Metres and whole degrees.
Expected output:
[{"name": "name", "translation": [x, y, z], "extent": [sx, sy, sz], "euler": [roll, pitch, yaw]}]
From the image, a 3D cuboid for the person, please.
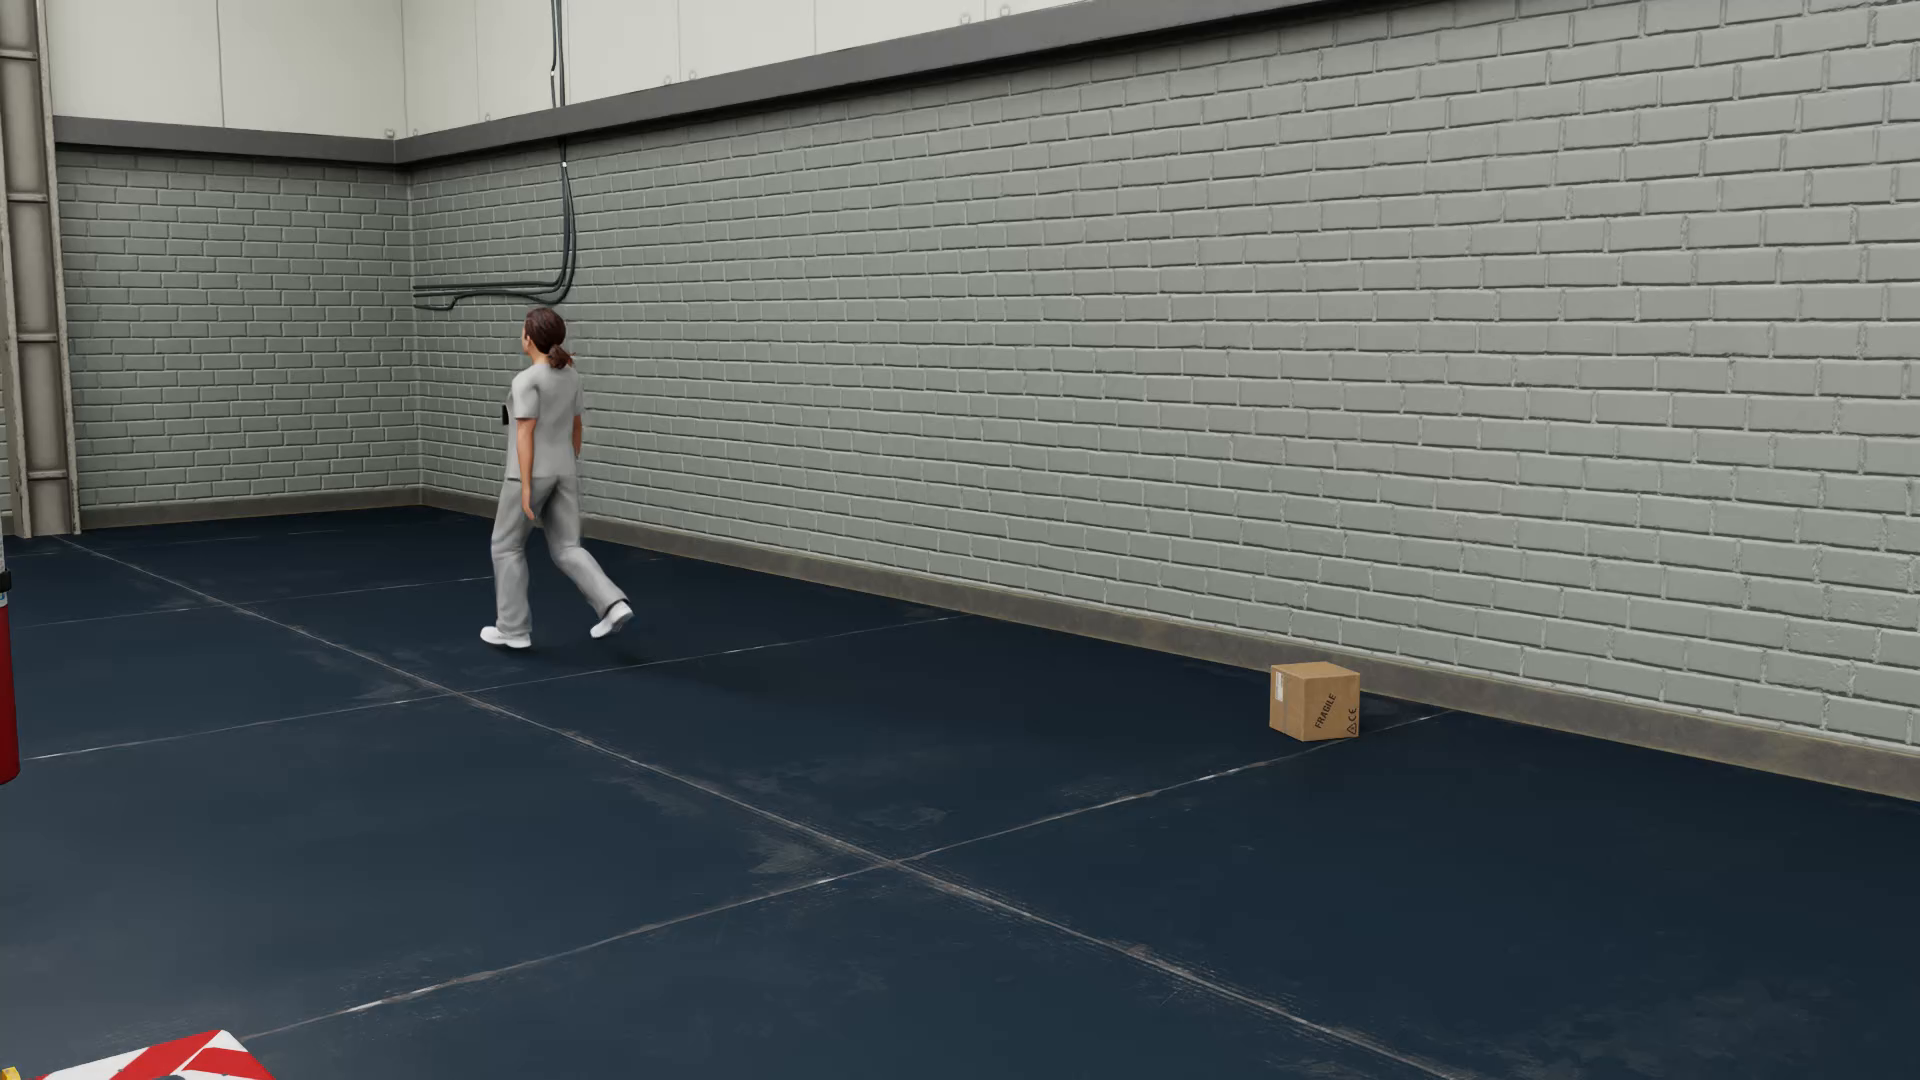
[{"name": "person", "translation": [-1.945, -0.282, 7.905], "extent": [0.907, 1.635, 0.446], "euler": [5, 9, 35]}]
